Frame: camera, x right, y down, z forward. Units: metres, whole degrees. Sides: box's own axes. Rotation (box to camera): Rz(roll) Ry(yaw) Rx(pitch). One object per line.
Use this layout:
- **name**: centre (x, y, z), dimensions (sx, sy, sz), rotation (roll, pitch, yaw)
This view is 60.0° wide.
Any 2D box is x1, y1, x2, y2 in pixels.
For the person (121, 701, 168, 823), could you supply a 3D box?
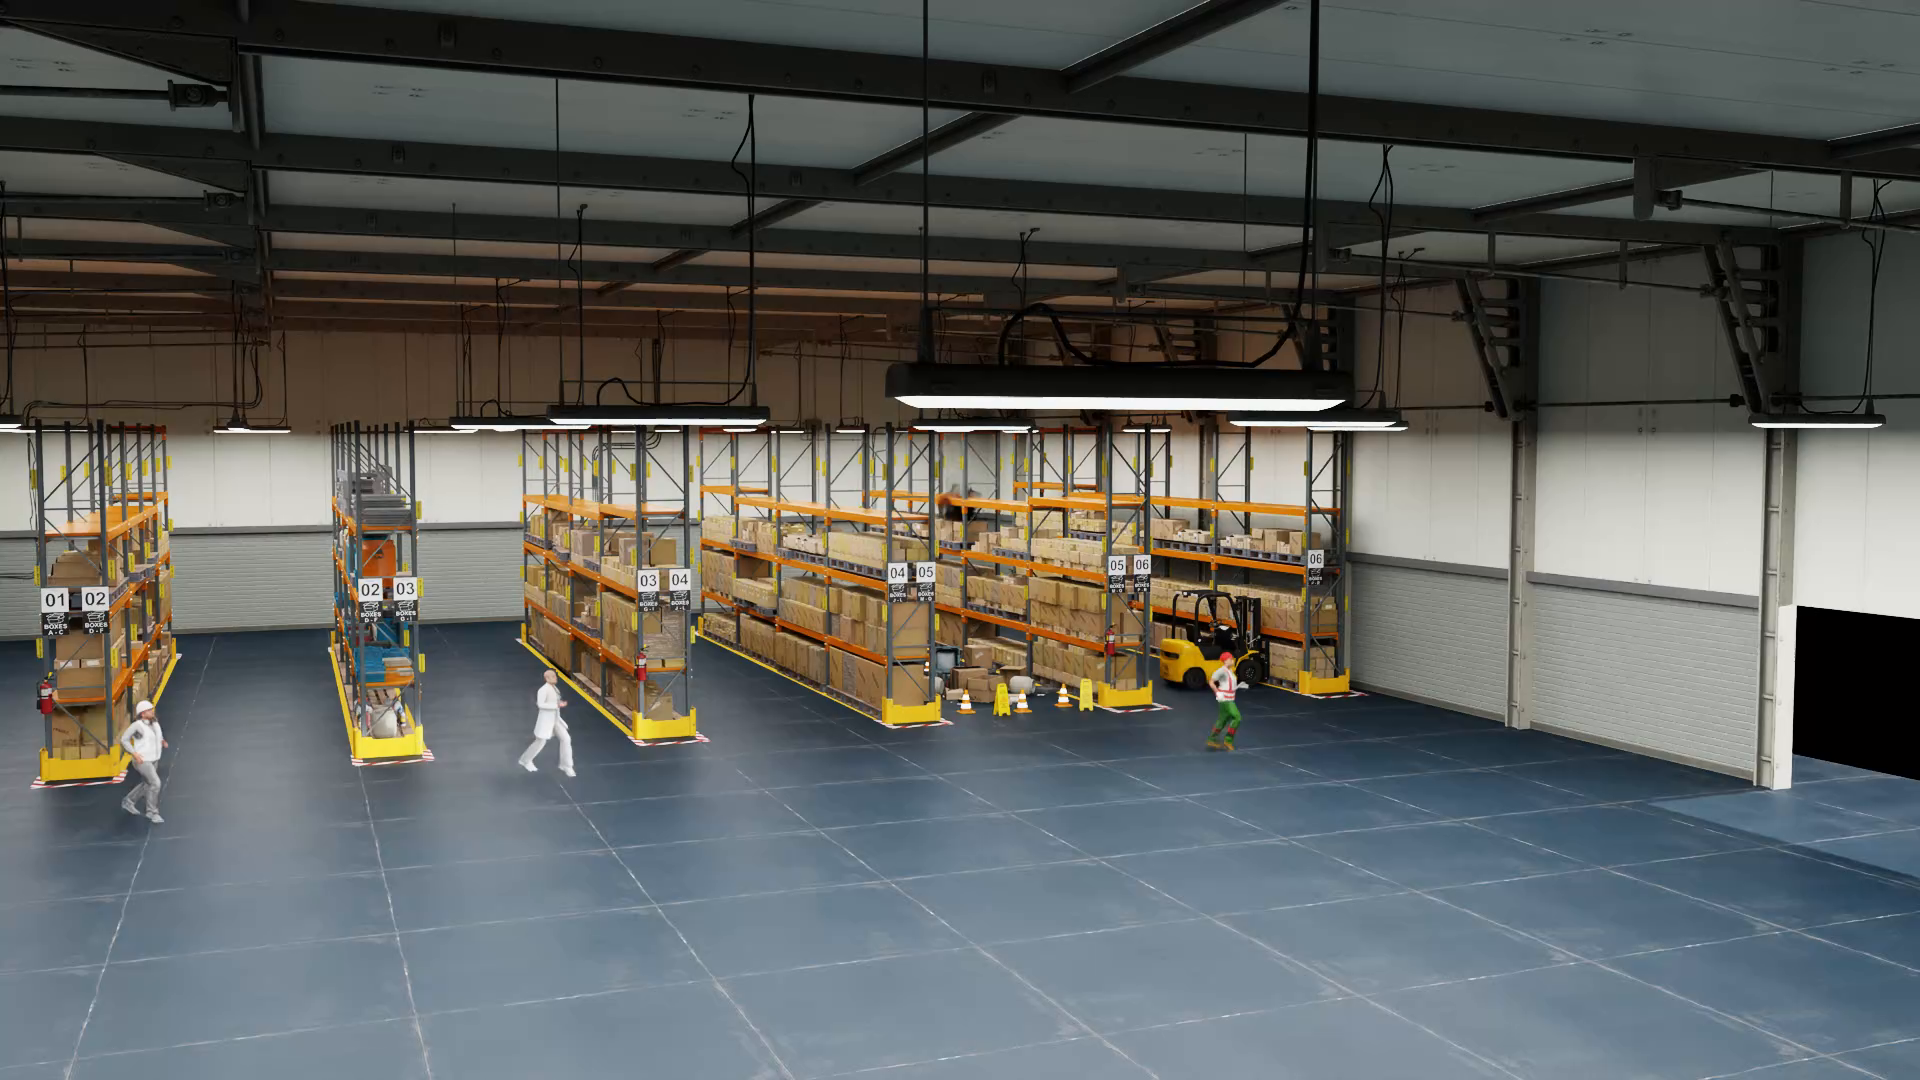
- **person**: centre (-12.168, 3.299, 24.775), dimensions (0.743, 1.837, 0.686), rotation (0, 4, 8)

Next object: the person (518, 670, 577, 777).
- **person**: centre (-6.983, 3.103, 27.960), dimensions (1.034, 1.843, 0.671), rotation (1, 4, 18)

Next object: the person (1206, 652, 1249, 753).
- **person**: centre (4.853, 2.949, 30.210), dimensions (0.754, 1.830, 0.632), rotation (1, 4, 20)

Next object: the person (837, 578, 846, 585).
- **person**: centre (-3.544, 1.791, 50.685), dimensions (0.595, 1.554, 0.522), rotation (-2, 4, -30)
